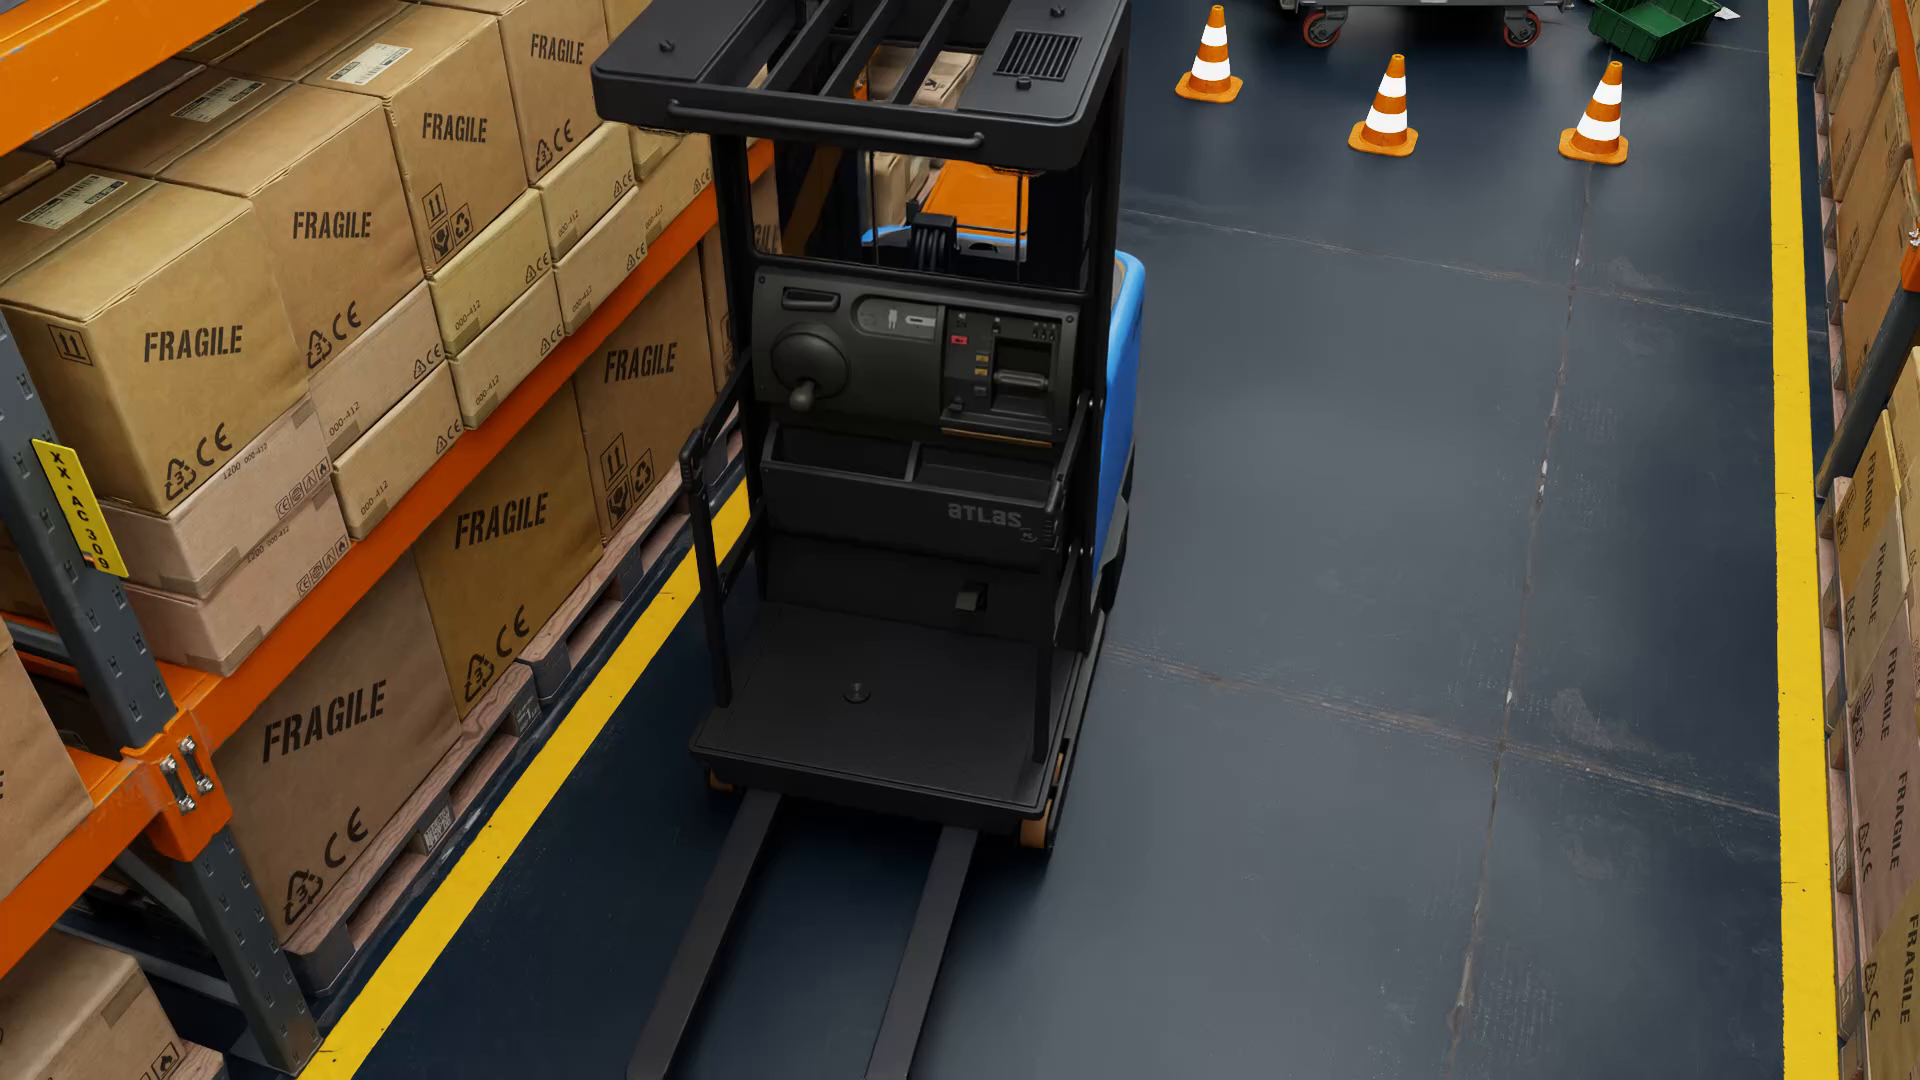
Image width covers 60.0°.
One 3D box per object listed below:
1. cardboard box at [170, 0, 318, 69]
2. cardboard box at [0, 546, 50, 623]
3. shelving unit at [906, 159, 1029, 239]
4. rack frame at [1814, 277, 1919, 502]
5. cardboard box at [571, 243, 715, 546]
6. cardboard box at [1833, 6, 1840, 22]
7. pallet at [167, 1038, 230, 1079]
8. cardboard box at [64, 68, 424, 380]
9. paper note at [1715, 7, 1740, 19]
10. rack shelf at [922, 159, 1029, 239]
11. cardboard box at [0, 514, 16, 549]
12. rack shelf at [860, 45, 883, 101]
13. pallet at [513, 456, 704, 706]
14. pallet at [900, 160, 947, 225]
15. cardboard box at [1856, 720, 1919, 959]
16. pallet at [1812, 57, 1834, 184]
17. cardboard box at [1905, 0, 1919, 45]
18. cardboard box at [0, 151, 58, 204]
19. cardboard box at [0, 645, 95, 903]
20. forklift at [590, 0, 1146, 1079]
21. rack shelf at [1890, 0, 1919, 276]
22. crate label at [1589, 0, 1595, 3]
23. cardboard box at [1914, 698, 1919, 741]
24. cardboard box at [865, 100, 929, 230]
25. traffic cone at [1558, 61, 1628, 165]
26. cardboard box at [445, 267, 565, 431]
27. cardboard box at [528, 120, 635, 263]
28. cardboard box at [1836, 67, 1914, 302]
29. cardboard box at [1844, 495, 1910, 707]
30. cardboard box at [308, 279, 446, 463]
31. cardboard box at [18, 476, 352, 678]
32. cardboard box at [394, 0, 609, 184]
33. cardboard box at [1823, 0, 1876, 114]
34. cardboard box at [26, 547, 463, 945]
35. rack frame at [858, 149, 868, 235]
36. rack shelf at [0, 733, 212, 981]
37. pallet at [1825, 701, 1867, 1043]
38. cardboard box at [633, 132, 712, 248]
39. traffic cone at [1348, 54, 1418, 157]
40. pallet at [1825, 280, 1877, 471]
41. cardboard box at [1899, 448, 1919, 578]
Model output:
[{"bbox_3d":[-1.976,-1.190,4.486,0.500,0.500,0.500,15,43,16],"label":"cardboard box"},{"bbox_3d":[-2.338,-0.094,4.164,0.500,0.250,0.500,12,42,14],"label":"cardboard box"},{"bbox_3d":[0.172,-1.075,6.643,0.538,1.125,1.048,9,41,10],"label":"shelving unit"},{"bbox_3d":[3.800,-1.224,5.373,1.000,3.000,0.127,13,42,15],"label":"rack frame"},{"bbox_3d":[-1.510,-0.666,6.034,0.875,0.875,0.875,14,42,16],"label":"cardboard box"},{"bbox_3d":[5.448,-3.383,9.218,0.875,0.875,0.875,14,42,16],"label":"cardboard box"},{"bbox_3d":[-2.588,1.686,4.111,1.003,0.211,1.213,13,42,15],"label":"pallet"},{"bbox_3d":[-1.686,-0.761,3.983,0.500,0.500,0.500,13,42,15],"label":"cardboard box"},{"bbox_3d":[4.546,-3.145,9.913,0.147,0.020,0.142,-13,42,-15],"label":"paper note"},{"bbox_3d":[0.172,-1.297,6.453,0.538,0.278,1.000,9,41,10],"label":"rack shelf"},{"bbox_3d":[-2.332,-0.277,3.994,0.500,0.250,0.500,13,42,15],"label":"cardboard box"},{"bbox_3d":[-0.203,-3.207,8.252,1.077,0.370,4.000,13,42,15],"label":"rack shelf"},{"bbox_3d":[-1.646,0.006,6.081,1.003,0.211,1.213,13,42,15],"label":"pallet"},{"bbox_3d":[-0.618,-1.676,8.052,1.003,0.211,1.213,13,42,15],"label":"pallet"},{"bbox_3d":[2.803,0.875,4.516,0.500,0.500,0.500,12,42,14],"label":"cardboard box"},{"bbox_3d":[4.974,-2.115,8.567,1.003,0.211,1.213,13,42,15],"label":"pallet"},{"bbox_3d":[4.044,-2.205,6.446,0.500,0.500,0.500,13,42,14],"label":"cardboard box"},{"bbox_3d":[-2.338,-0.568,3.757,0.500,0.500,0.500,15,43,16],"label":"cardboard box"},{"bbox_3d":[-2.173,0.480,3.299,0.500,0.500,0.500,14,42,15],"label":"cardboard box"},{"bbox_3d":[-0.182,-0.438,4.505,1.130,2.935,3.031,9,41,10],"label":"forklift"},{"bbox_3d":[4.483,-2.170,7.037,1.077,0.370,4.000,13,42,15],"label":"rack shelf"},{"bbox_3d":[3.890,-3.338,10.057,0.298,0.136,0.250,-13,42,-15],"label":"crate label"},{"bbox_3d":[2.805,0.575,4.289,0.500,0.250,0.500,12,42,13],"label":"cardboard box"},{"bbox_3d":[-0.684,-1.763,7.707,0.950,0.372,0.625,11,42,12],"label":"cardboard box"},{"bbox_3d":[3.290,-2.216,8.490,0.336,0.463,0.334,13,42,15],"label":"traffic cone"},{"bbox_3d":[-1.490,-0.599,4.756,0.500,0.250,0.500,13,42,15],"label":"cardboard box"},{"bbox_3d":[-1.319,-1.095,4.953,0.500,0.250,0.500,12,42,14],"label":"cardboard box"},{"bbox_3d":[4.388,-1.413,7.005,1.050,0.750,0.750,14,42,16],"label":"cardboard box"},{"bbox_3d":[3.149,0.250,5.249,0.500,0.500,0.500,14,42,16],"label":"cardboard box"},{"bbox_3d":[-1.687,-0.484,4.237,0.500,0.250,0.500,14,42,16],"label":"cardboard box"},{"bbox_3d":[-1.856,0.026,4.024,0.500,0.250,0.500,12,42,14],"label":"cardboard box"},{"bbox_3d":[-1.341,-1.383,4.712,0.500,0.500,0.500,13,42,14],"label":"cardboard box"},{"bbox_3d":[5.040,-2.569,8.360,1.050,0.750,0.750,13,42,15],"label":"cardboard box"},{"bbox_3d":[-2.118,0.431,4.747,0.875,0.875,0.875,15,43,16],"label":"cardboard box"},{"bbox_3d":[-0.887,-2.261,6.589,1.000,3.000,0.127,13,42,15],"label":"rack frame"},{"bbox_3d":[-2.938,1.672,2.533,1.077,0.370,4.000,13,42,15],"label":"rack shelf"},{"bbox_3d":[3.112,1.055,4.851,1.003,0.211,1.213,13,42,15],"label":"pallet"},{"bbox_3d":[-1.163,-1.219,5.483,0.500,0.250,0.500,13,42,15],"label":"cardboard box"},{"bbox_3d":[2.213,-2.270,8.554,0.336,0.463,0.334,13,42,15],"label":"traffic cone"},{"bbox_3d":[4.140,-0.627,6.823,1.003,0.211,1.213,13,42,15],"label":"pallet"},{"bbox_3d":[3.163,-0.042,5.013,0.500,0.250,0.500,13,42,15],"label":"cardboard box"}]
